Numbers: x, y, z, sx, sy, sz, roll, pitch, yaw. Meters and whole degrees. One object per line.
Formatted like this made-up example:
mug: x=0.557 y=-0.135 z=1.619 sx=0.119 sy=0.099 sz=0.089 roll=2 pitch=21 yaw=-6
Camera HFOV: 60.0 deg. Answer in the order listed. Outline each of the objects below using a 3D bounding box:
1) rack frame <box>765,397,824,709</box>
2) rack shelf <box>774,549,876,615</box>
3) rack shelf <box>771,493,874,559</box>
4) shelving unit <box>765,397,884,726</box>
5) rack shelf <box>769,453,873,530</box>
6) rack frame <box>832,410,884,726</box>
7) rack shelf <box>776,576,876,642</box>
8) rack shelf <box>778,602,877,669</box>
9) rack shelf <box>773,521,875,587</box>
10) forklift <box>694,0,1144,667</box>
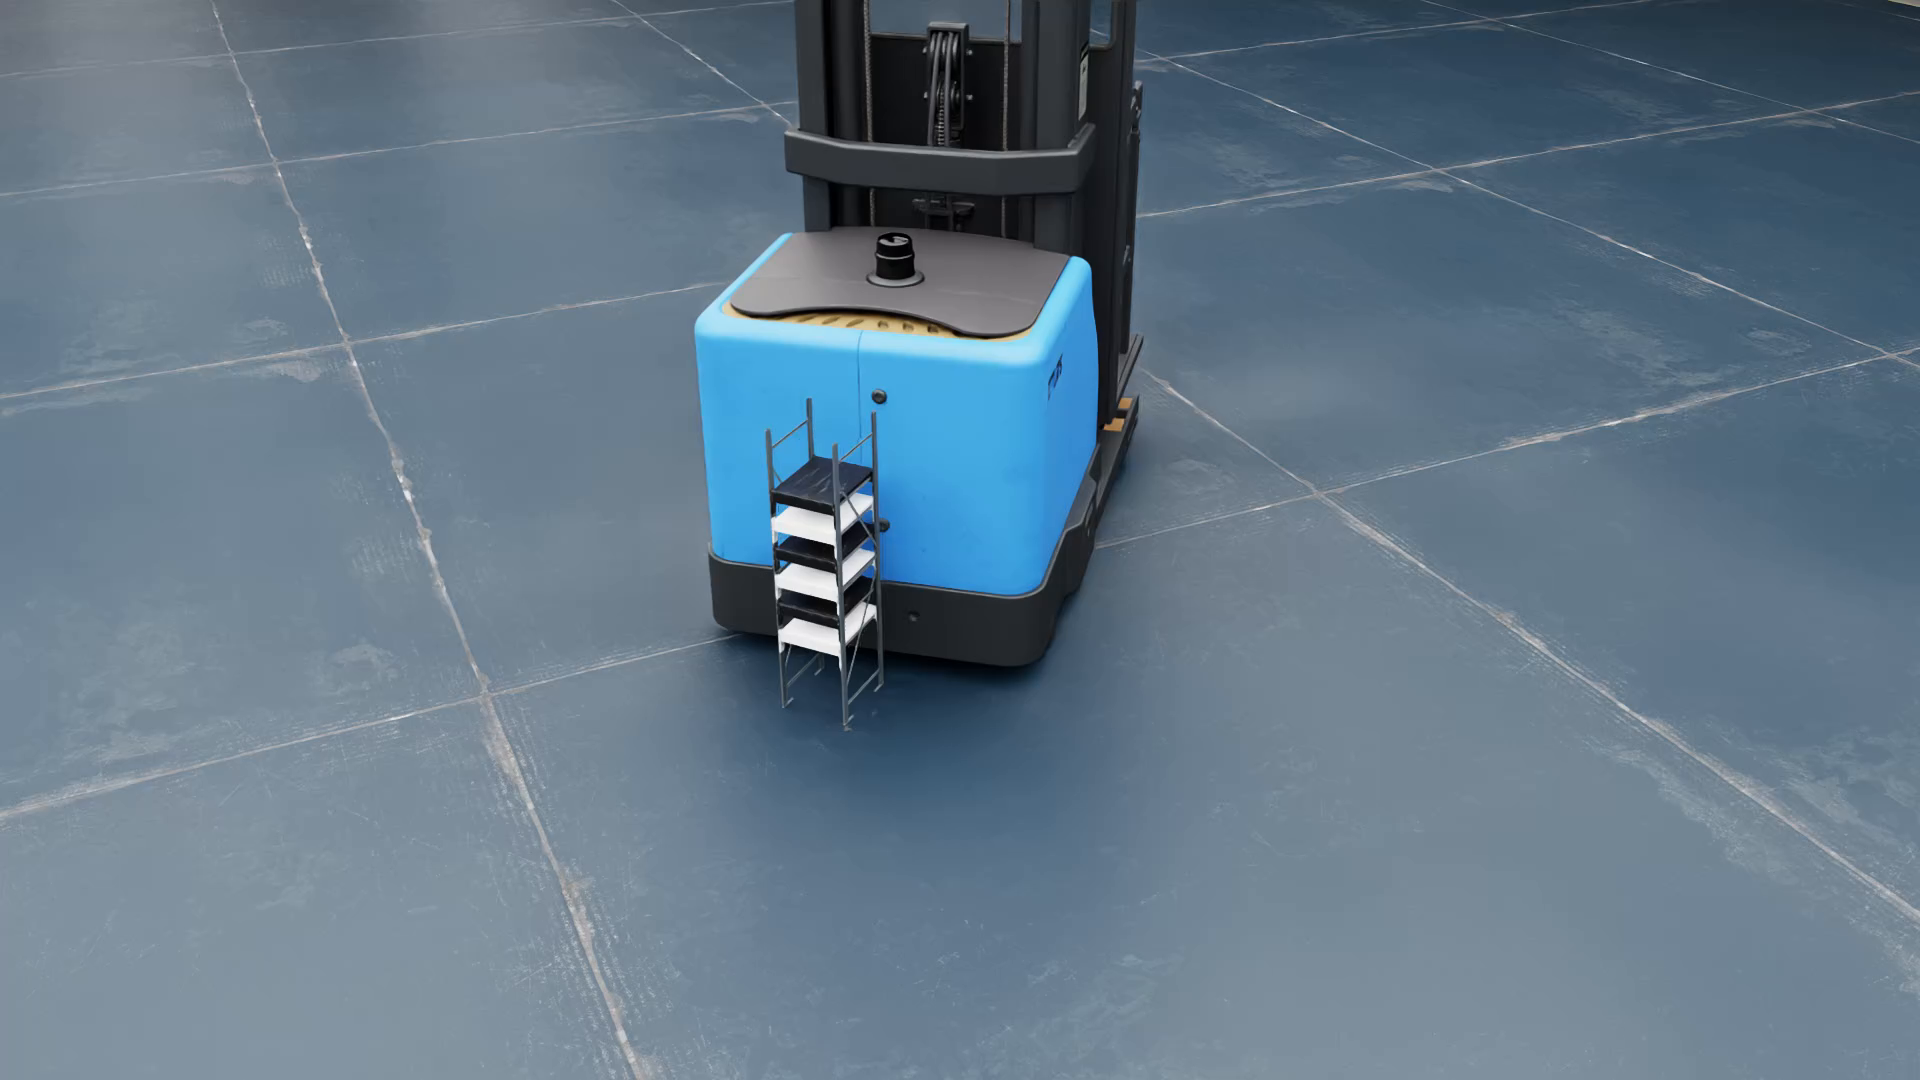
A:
rack frame: x=-0.466 y=0.049 z=4.743 sx=0.006 sy=0.900 sz=0.240 roll=13 pitch=32 yaw=22
rack shelf: x=-0.374 y=0.099 z=4.722 sx=0.200 sy=0.077 sz=0.258 roll=13 pitch=32 yaw=22
rack shelf: x=-0.374 y=-0.058 z=4.634 sx=0.200 sy=0.077 sz=0.258 roll=13 pitch=32 yaw=22
shelving unit: x=-0.374 y=0.070 z=4.705 sx=0.210 sy=0.900 sz=0.258 roll=13 pitch=32 yaw=22
rack shelf: x=-0.374 y=-0.137 z=4.590 sx=0.200 sy=0.077 sz=0.258 roll=13 pitch=32 yaw=22
rack frame: x=-0.282 y=0.091 z=4.668 sx=0.006 sy=0.900 sz=0.240 roll=13 pitch=32 yaw=22
rack shelf: x=-0.374 y=0.177 z=4.766 sx=0.200 sy=0.077 sz=0.258 roll=13 pitch=32 yaw=22
rack shelf: x=-0.374 y=0.256 z=4.810 sx=0.200 sy=0.077 sz=0.258 roll=13 pitch=32 yaw=22
rack shelf: x=-0.374 y=0.020 z=4.678 sx=0.200 sy=0.077 sz=0.258 roll=13 pitch=32 yaw=22
forklift: x=0.075 y=-1.608 z=5.621 sx=1.130 sy=2.935 sz=3.031 roll=7 pitch=30 yaw=12
